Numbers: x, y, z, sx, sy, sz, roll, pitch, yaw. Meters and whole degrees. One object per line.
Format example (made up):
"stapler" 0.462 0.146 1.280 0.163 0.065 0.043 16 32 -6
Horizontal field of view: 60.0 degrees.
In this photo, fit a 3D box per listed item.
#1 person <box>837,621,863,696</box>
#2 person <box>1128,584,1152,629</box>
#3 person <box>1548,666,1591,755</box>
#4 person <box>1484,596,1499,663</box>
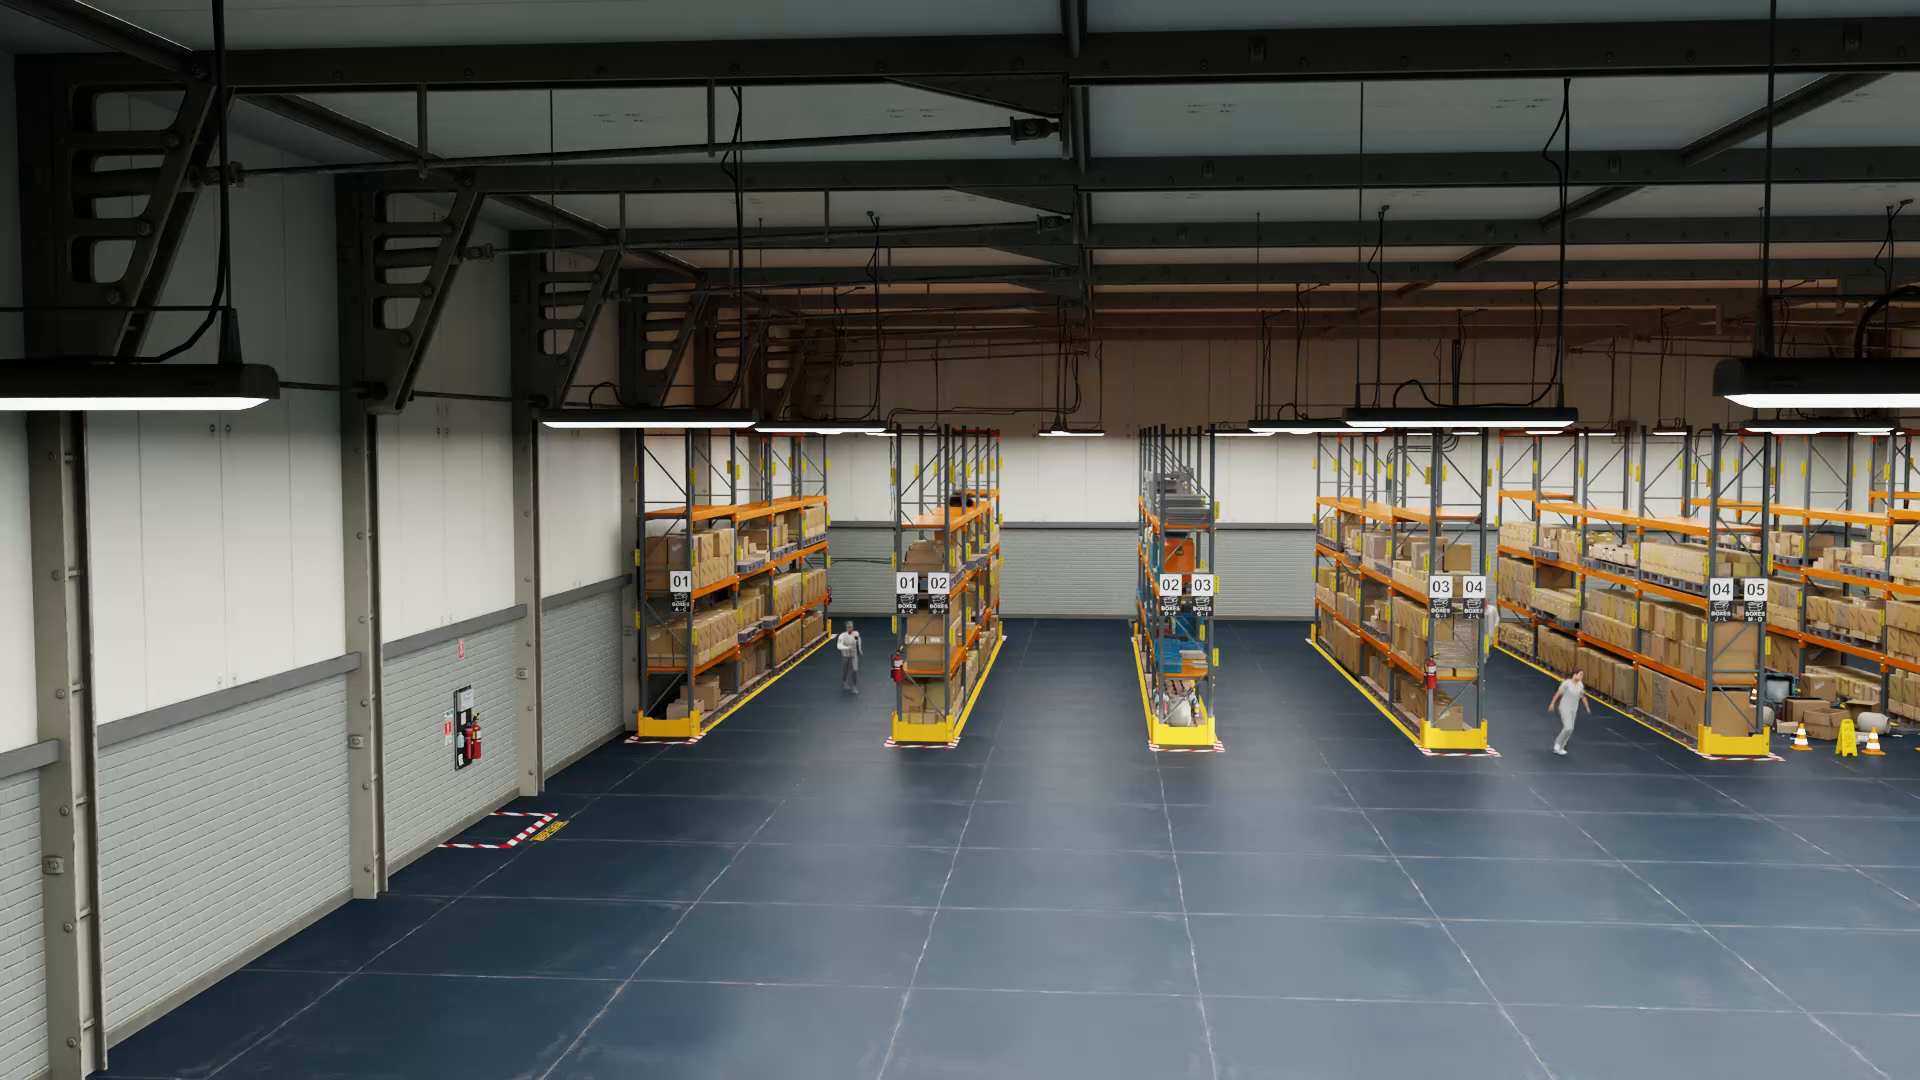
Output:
"person" -2.483 2.624 37.411 0.600 1.664 0.941 -1 4 -12
"person" 5.402 2.002 49.142 0.921 1.483 0.578 2 4 29
"person" 11.008 3.079 30.025 0.562 1.626 0.625 -2 4 -23
"person" 13.412 2.284 42.435 0.701 1.724 0.661 0 4 8
